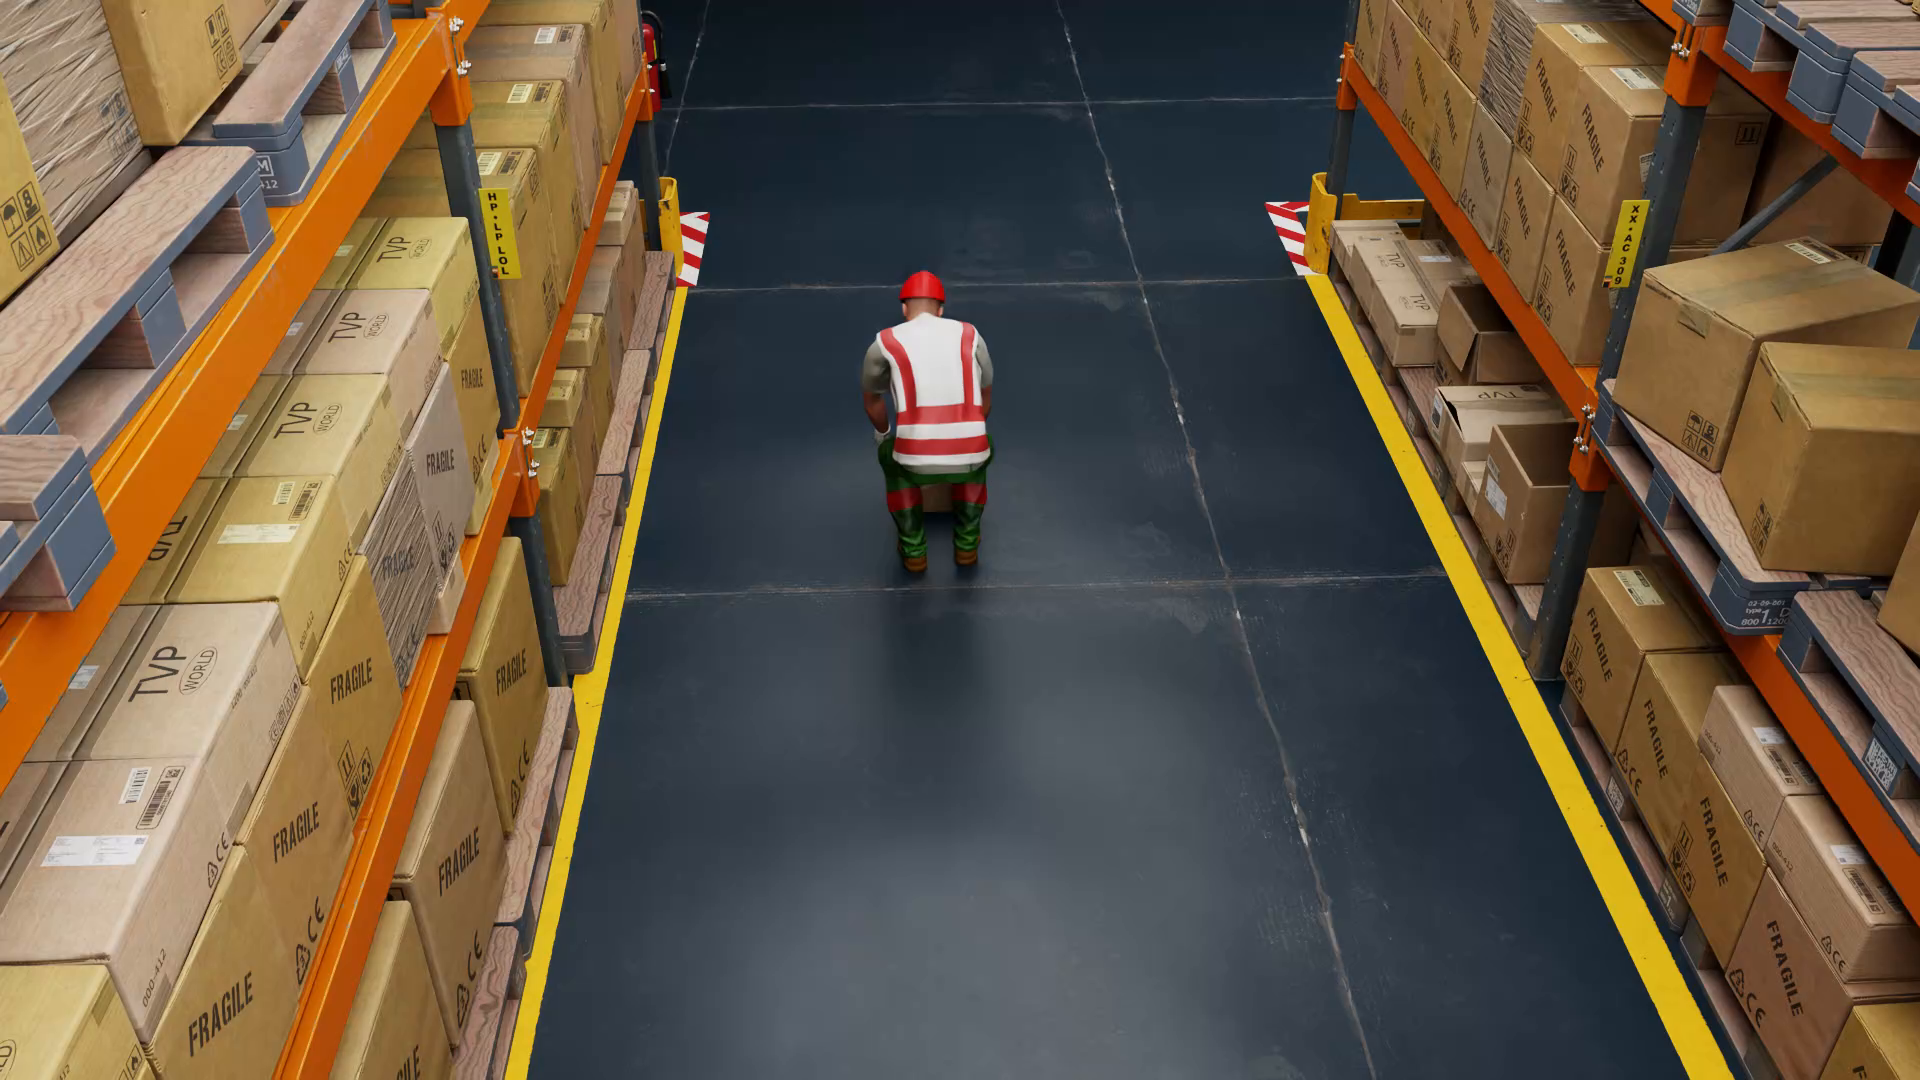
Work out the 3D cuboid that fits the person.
[{"bbox_3d":[-0.139,-0.486,7.310,0.582,1.230,0.837,-2,35,-2],"label":"person"}]
